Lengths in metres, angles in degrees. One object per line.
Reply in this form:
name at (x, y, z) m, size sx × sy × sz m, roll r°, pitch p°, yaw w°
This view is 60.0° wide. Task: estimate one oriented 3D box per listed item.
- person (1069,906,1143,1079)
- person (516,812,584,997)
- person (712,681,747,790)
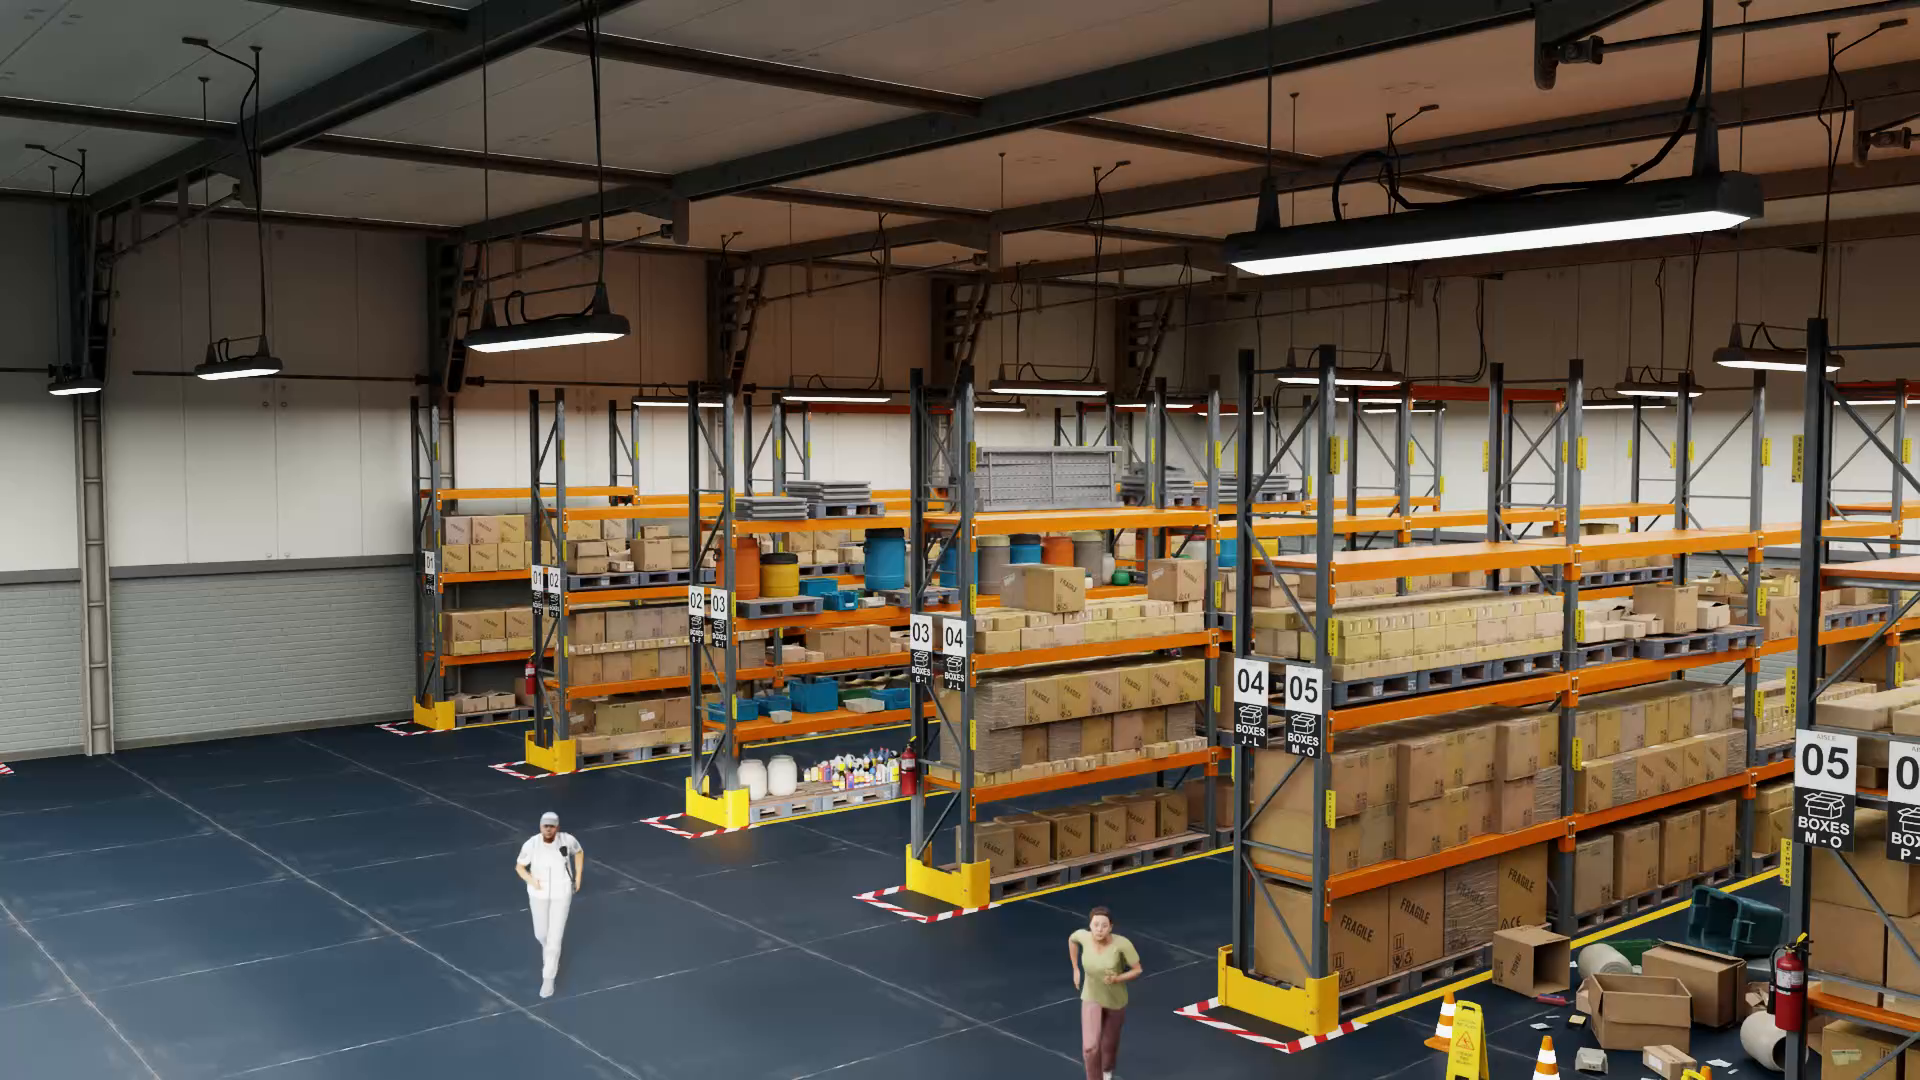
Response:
person at (1.122, 3.591, 12.842) m, size 0.577 × 1.675 × 0.973 m, roll 0°, pitch 3°, yaw 7°
person at (-3.922, 3.404, 15.918) m, size 0.628 × 1.670 × 0.972 m, roll -1°, pitch 3°, yaw -10°
person at (-3.398, 2.912, 24.693) m, size 0.721 × 1.688 × 0.546 m, roll -3°, pitch 4°, yaw -37°
